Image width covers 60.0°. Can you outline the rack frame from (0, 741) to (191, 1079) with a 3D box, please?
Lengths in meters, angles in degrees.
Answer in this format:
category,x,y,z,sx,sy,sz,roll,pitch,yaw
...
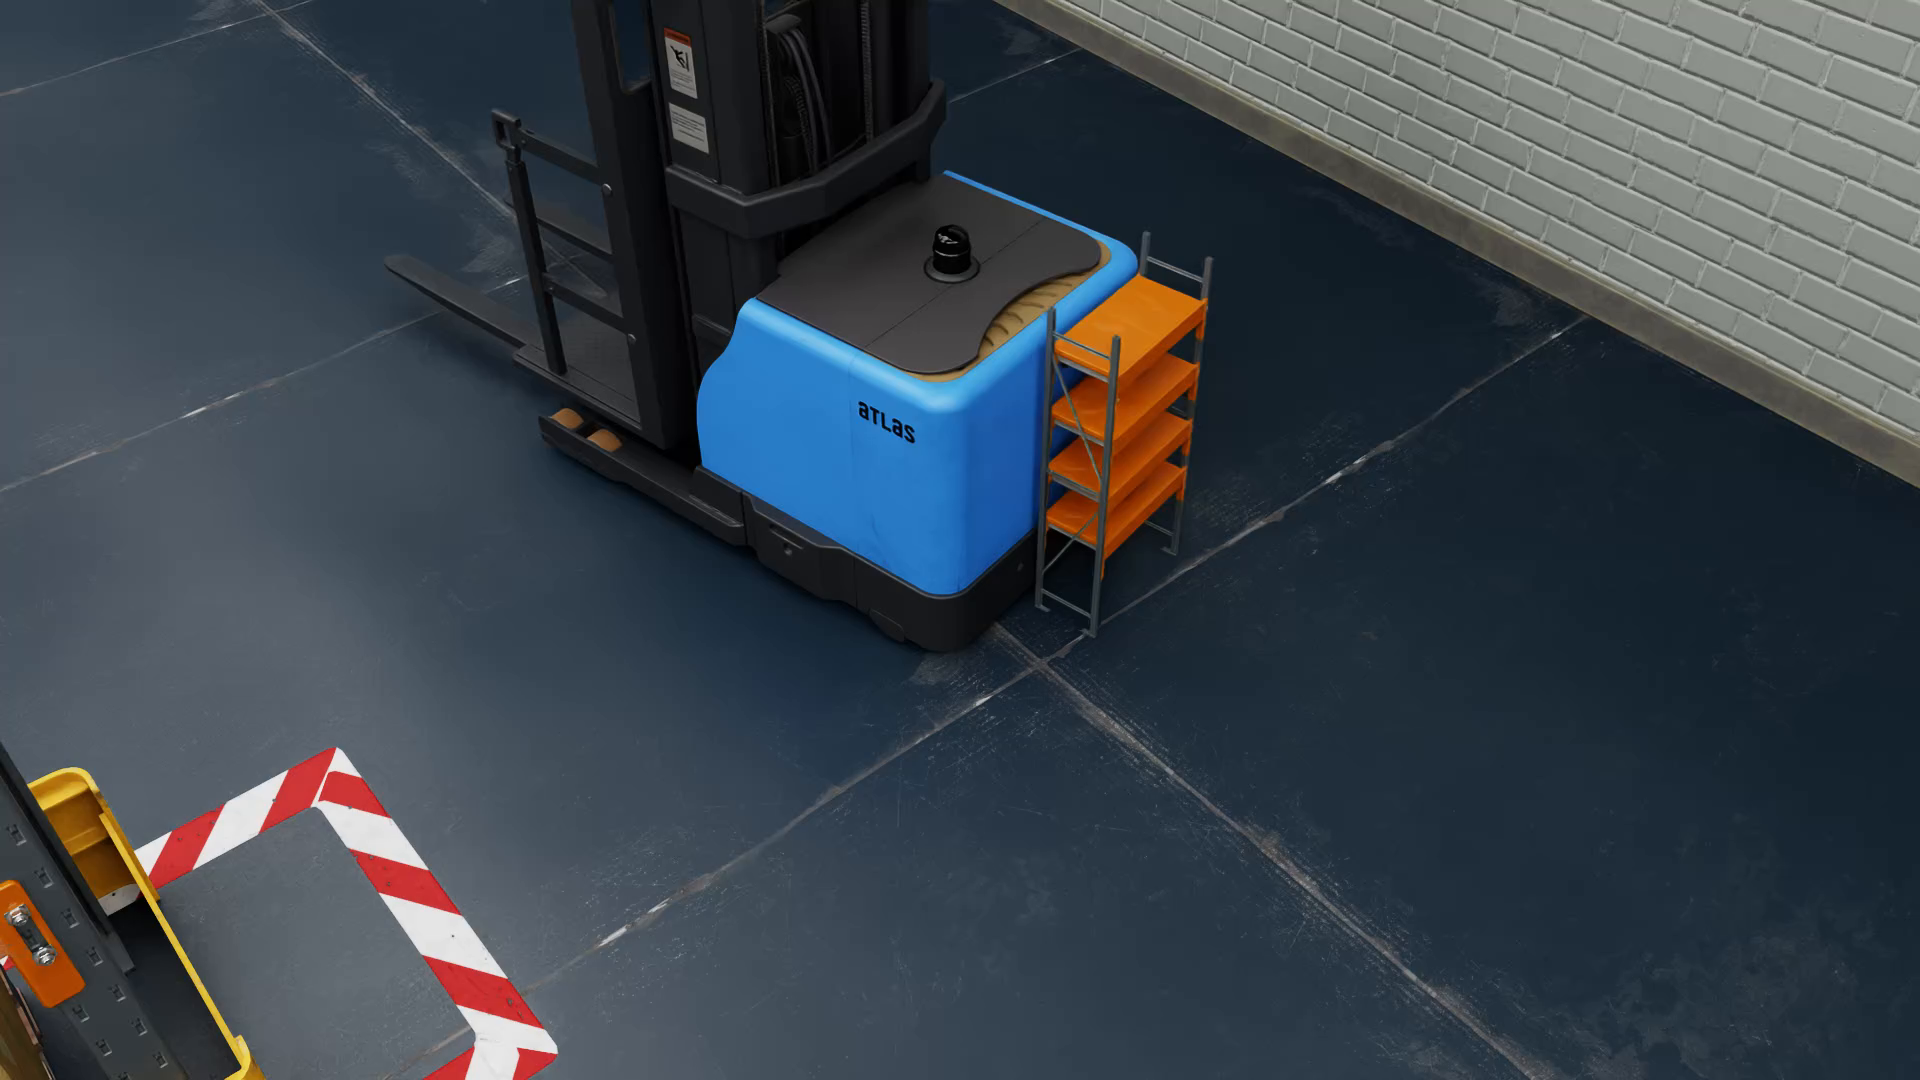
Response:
category,x,y,z,sx,sy,sz,roll,pitch,yaw
rack frame,-2.104,0.245,3.298,0.127,3.000,1.000,-30,51,-28

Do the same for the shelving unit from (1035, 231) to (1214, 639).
category,x,y,z,sx,sy,sz,roll,pitch,yaw
shelving unit,0.496,-0.302,5.195,0.258,1.200,0.503,28,50,27

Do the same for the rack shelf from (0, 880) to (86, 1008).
category,x,y,z,sx,sy,sz,roll,pitch,yaw
rack shelf,-3.638,1.385,2.609,4.000,0.370,1.077,-30,51,-28

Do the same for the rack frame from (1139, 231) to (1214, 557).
category,x,y,z,sx,sy,sz,roll,pitch,yaw
rack frame,0.645,-0.434,5.336,0.240,1.200,0.015,28,50,27

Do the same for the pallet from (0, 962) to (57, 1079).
category,x,y,z,sx,sy,sz,roll,pitch,yaw
pallet,-2.667,1.654,3.835,1.213,0.211,1.003,-30,51,-28

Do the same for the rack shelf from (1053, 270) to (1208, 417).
category,x,y,z,sx,sy,sz,roll,pitch,yaw
rack shelf,0.496,-0.589,4.926,0.258,0.148,0.480,28,50,27

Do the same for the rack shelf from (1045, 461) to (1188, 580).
category,x,y,z,sx,sy,sz,roll,pitch,yaw
rack shelf,0.496,-0.108,5.377,0.258,0.148,0.480,28,50,27

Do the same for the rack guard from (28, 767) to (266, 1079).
category,x,y,z,sx,sy,sz,roll,pitch,yaw
rack guard,-2.085,1.145,4.165,0.348,0.500,1.175,-30,51,-28

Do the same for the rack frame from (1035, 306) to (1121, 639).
category,x,y,z,sx,sy,sz,roll,pitch,yaw
rack frame,0.347,-0.170,5.055,0.240,1.200,0.015,28,50,27

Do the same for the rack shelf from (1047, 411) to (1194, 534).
category,x,y,z,sx,sy,sz,roll,pitch,yaw
rack shelf,0.496,-0.253,5.241,0.258,0.148,0.480,28,50,27

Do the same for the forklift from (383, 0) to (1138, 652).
category,x,y,z,sx,sy,sz,roll,pitch,yaw
forklift,-0.901,-1.555,5.265,3.031,2.935,1.130,28,50,27

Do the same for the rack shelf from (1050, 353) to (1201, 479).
category,x,y,z,sx,sy,sz,roll,pitch,yaw
rack shelf,0.496,-0.416,5.088,0.258,0.148,0.480,28,50,27
